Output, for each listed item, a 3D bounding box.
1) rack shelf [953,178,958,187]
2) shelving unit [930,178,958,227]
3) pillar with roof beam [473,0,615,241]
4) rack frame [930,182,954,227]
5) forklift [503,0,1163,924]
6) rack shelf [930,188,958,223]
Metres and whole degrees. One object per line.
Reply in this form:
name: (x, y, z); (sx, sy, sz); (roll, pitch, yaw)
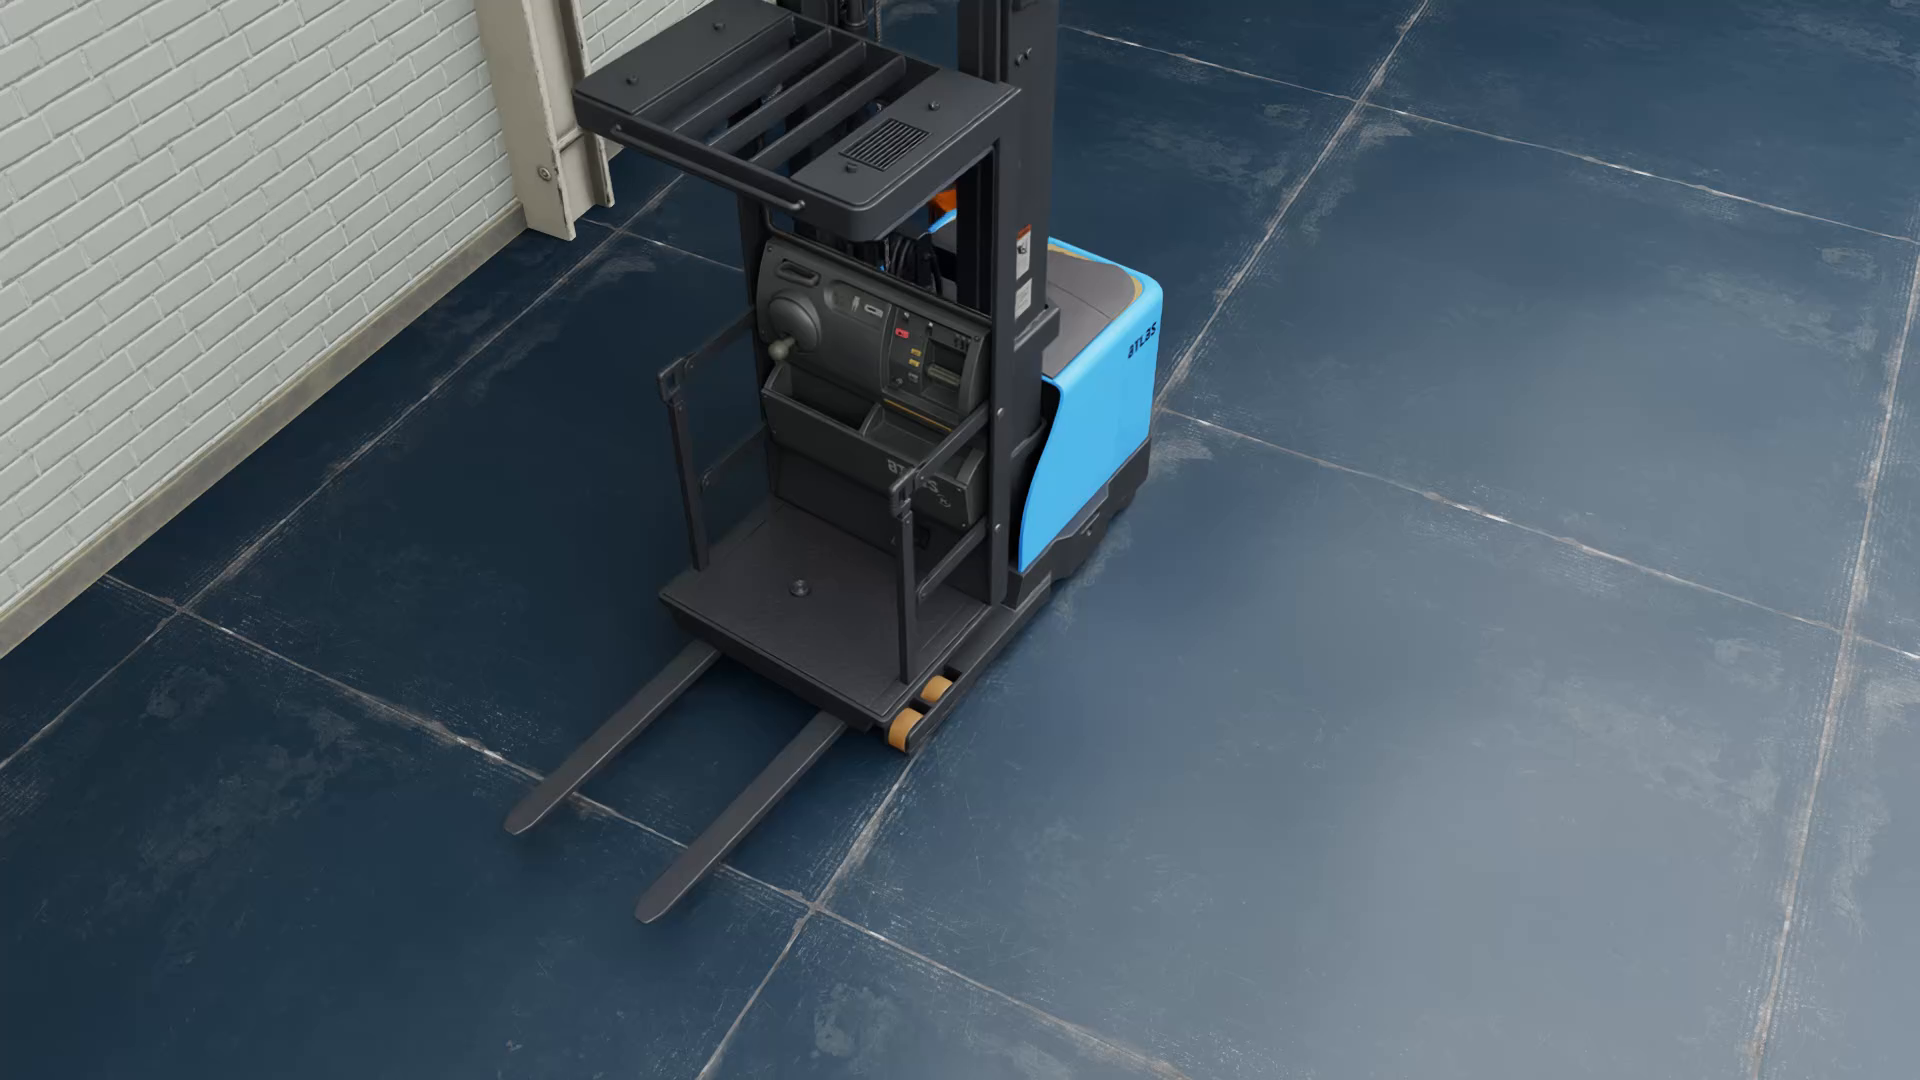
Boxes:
rack shelf: (0.097, -1.551, 7.167); (0.258, 0.148, 0.480); (-23, 50, -21)
shelving unit: (0.097, -1.275, 7.446); (0.258, 1.200, 0.503); (-23, 50, -21)
pillar with roof beam: (1.765, -3.453, 4.116); (9.100, 9.000, 0.400); (20, 49, 19)
rack frame: (-0.029, -1.424, 7.593); (0.240, 1.200, 0.015); (-23, 50, -21)
forklift: (-0.440, -0.628, 5.590); (1.130, 2.935, 3.031); (26, 51, 24)
rack shelf: (0.097, -1.385, 7.335); (0.258, 0.148, 0.480); (-23, 50, -21)
